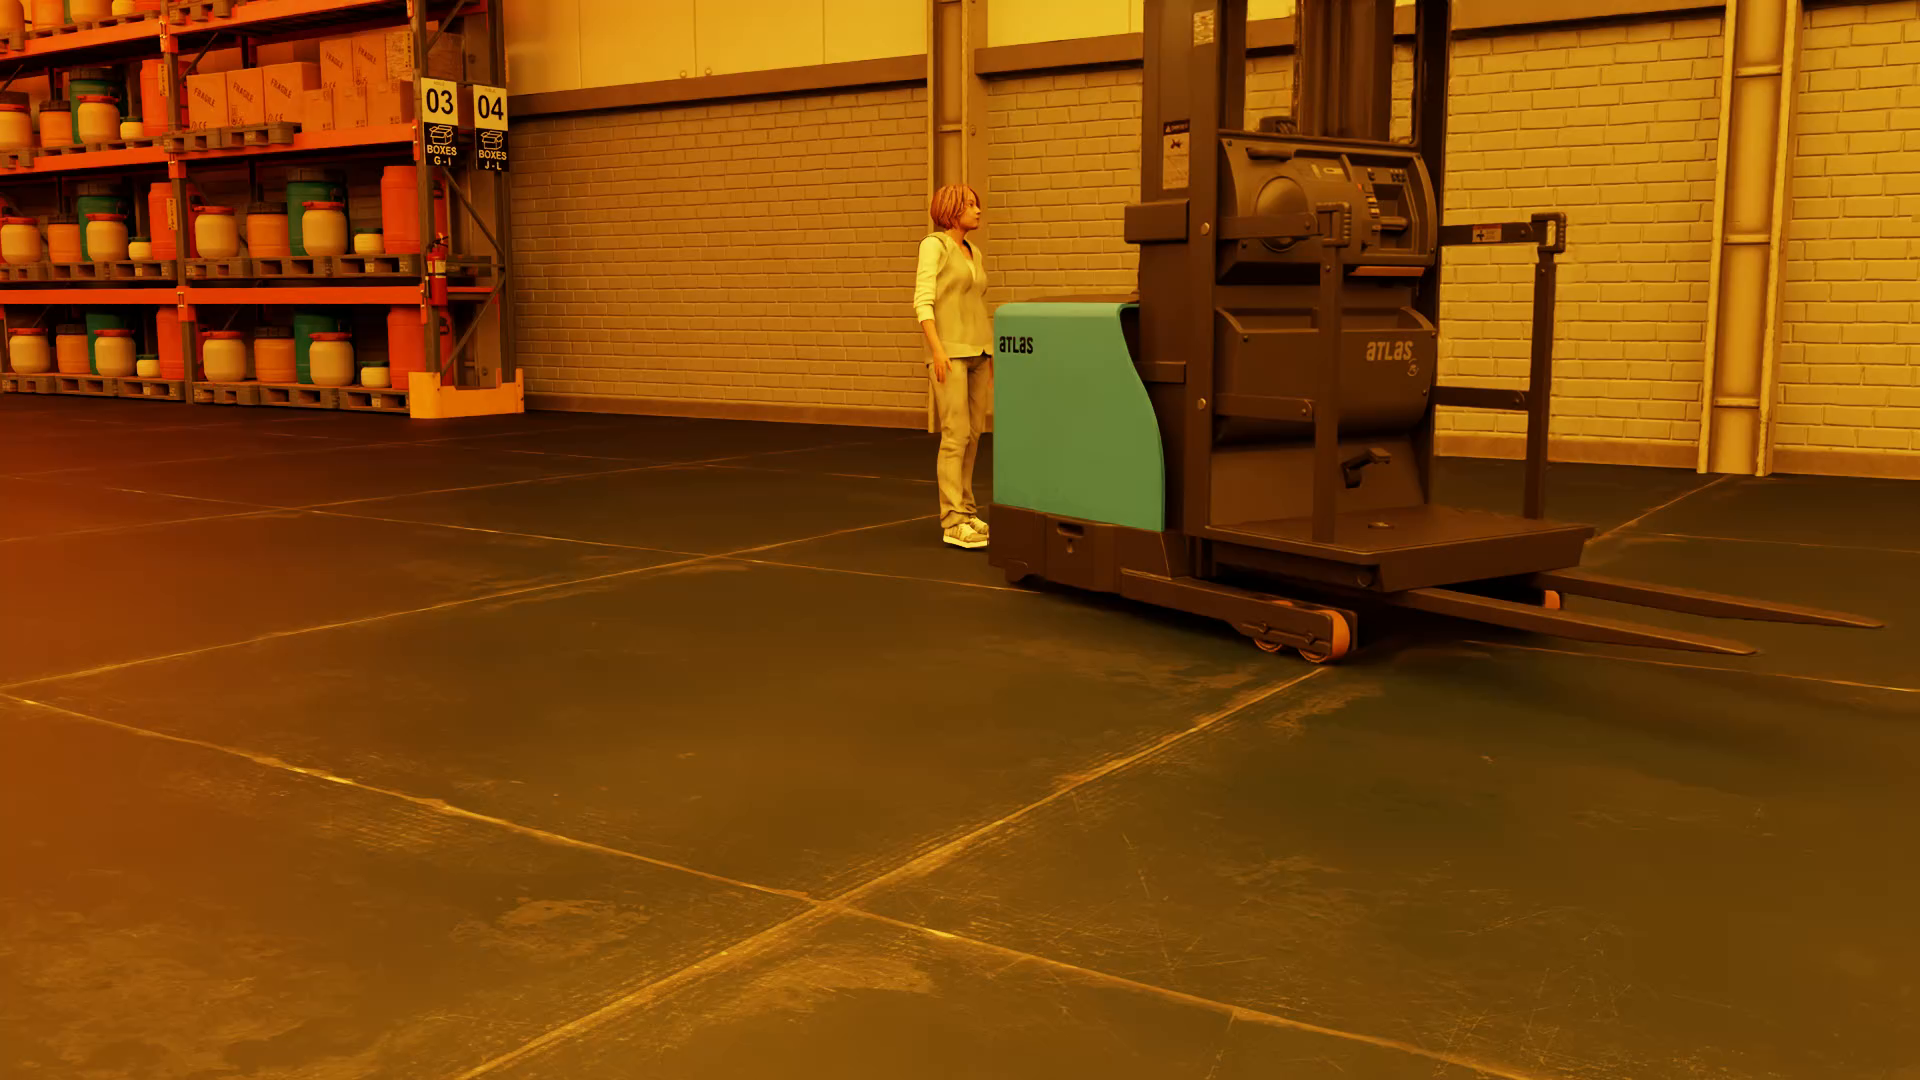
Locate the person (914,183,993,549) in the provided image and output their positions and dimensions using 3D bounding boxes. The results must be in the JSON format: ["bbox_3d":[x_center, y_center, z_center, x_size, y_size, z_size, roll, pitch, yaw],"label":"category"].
[{"bbox_3d":[0.053,-0.790,7.438,0.475,1.596,0.521,5,10,34],"label":"person"}]

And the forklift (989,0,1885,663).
[{"bbox_3d":[1.350,-1.156,5.321,1.130,2.935,3.031,-5,10,-34],"label":"forklift"}]
